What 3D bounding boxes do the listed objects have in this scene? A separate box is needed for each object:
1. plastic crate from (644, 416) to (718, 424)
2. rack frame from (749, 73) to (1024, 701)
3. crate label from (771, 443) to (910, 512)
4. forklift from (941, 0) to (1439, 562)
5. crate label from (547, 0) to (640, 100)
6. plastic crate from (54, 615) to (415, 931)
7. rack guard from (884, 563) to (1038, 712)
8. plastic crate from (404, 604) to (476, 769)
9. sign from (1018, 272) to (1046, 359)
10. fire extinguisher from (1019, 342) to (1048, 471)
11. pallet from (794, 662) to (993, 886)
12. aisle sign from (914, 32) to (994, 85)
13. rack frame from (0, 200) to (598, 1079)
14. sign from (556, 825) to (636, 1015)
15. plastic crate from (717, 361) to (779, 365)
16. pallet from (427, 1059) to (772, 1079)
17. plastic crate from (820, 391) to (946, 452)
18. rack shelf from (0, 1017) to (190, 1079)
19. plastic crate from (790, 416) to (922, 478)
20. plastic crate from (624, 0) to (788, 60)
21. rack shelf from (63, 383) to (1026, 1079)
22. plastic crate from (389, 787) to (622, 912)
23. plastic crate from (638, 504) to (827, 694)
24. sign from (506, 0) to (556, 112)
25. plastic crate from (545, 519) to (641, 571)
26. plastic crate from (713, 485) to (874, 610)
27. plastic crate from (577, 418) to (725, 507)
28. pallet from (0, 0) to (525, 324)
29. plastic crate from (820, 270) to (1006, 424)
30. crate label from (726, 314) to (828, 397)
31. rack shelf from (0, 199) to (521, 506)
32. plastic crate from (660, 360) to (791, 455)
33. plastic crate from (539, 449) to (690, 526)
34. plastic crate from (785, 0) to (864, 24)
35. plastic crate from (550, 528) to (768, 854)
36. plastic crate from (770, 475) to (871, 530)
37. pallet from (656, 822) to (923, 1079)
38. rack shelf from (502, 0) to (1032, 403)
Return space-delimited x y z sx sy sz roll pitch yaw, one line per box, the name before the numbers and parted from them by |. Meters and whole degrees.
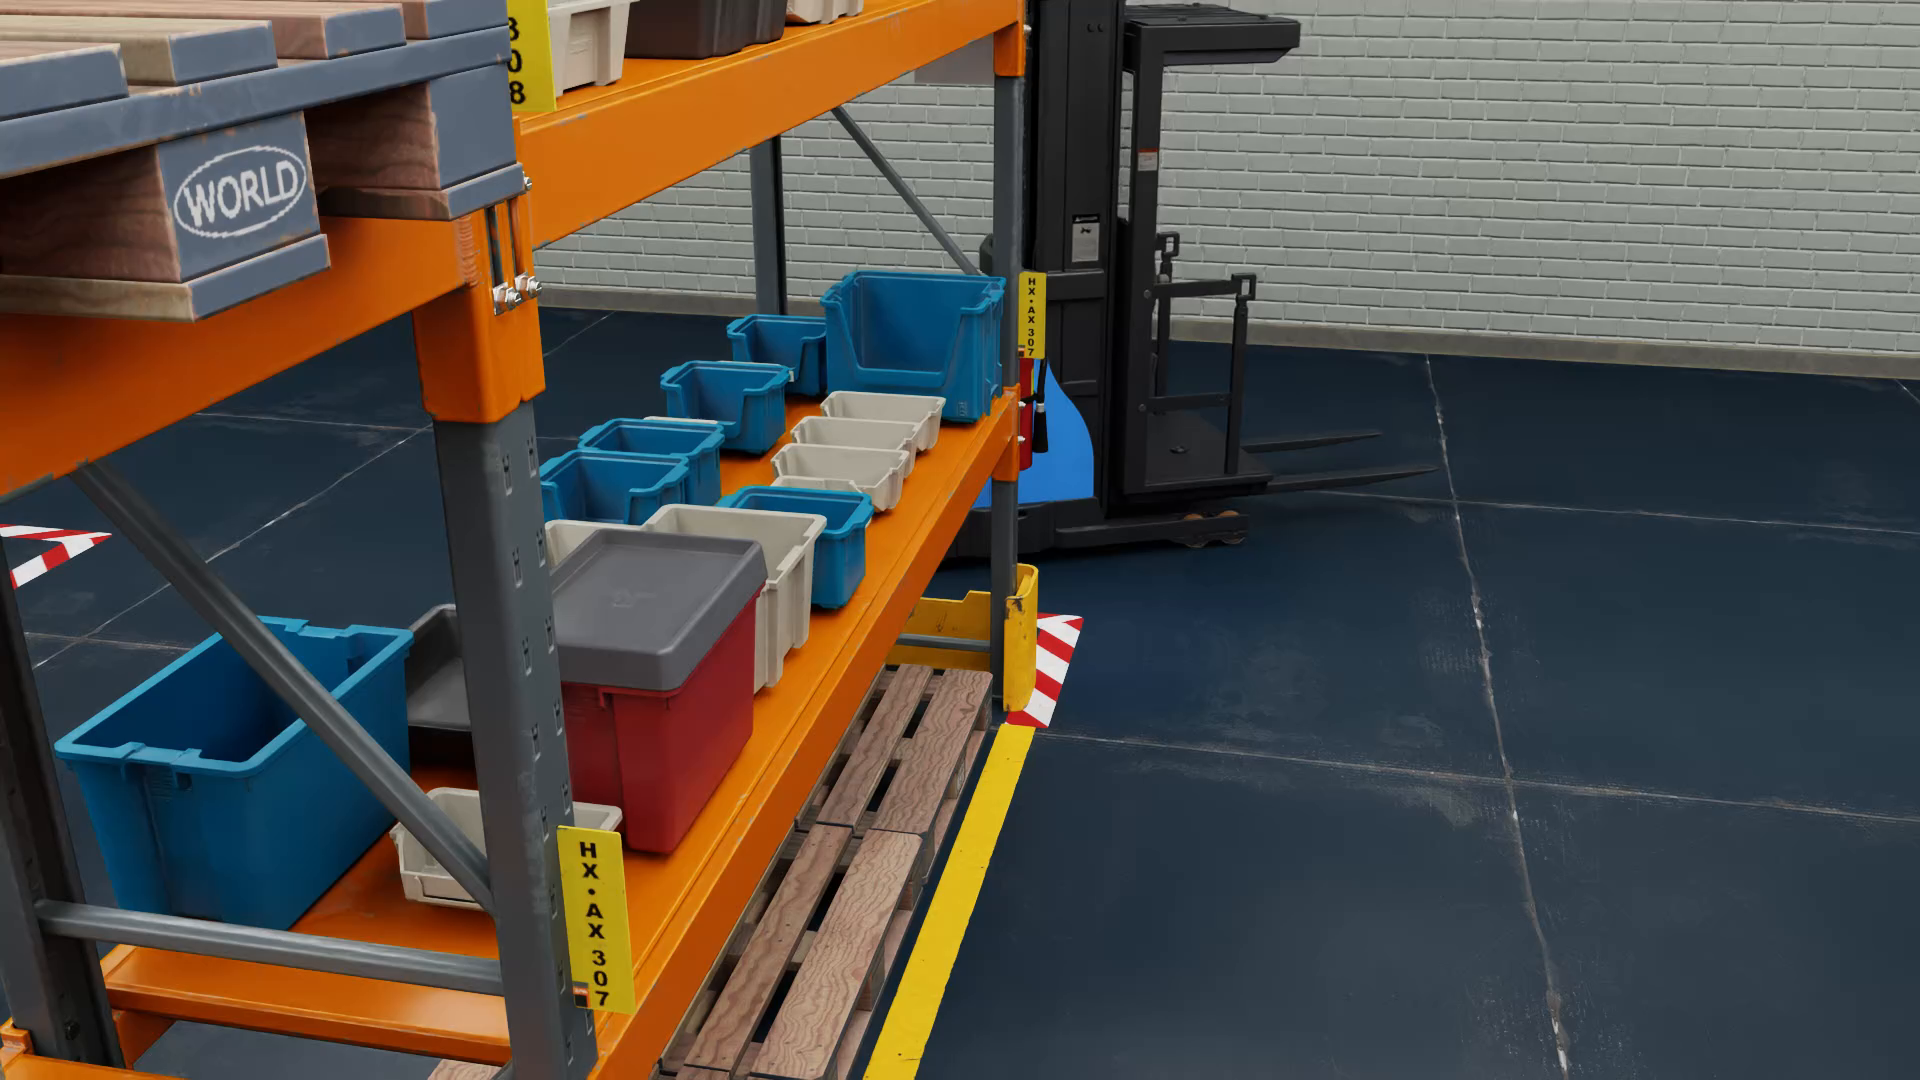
plastic crate | -0.931 -0.278 5.301 0.250 0.136 0.298 4 22 11
rack frame | -0.273 -0.797 6.316 1.000 3.000 0.127 4 22 11
crate label | -0.369 -0.181 5.062 0.396 0.136 0.243 4 22 11
forklift | 0.956 -1.504 8.165 3.031 2.935 1.130 -5 23 -13
crate label | -0.707 -0.760 2.563 0.293 0.136 0.466 4 22 11
plastic crate | -1.328 0.449 3.164 0.392 0.384 0.575 4 22 11
rack guard | -0.281 0.353 6.808 1.175 0.500 0.348 4 22 11
plastic crate | -1.124 0.336 3.791 0.437 0.125 0.590 4 22 11
sign | 0.269 -0.836 6.196 0.100 0.325 0.005 4 22 11
fire extinguisher | 0.202 -0.608 6.451 0.296 0.674 0.183 4 22 11
pallet | -0.480 0.796 6.096 1.003 0.211 1.213 4 22 11
aisle sign | 0.028 -2.006 5.841 0.394 0.787 0.004 4 22 11
rack frame | -1.086 0.667 2.683 0.949 2.616 0.053 4 22 11
sign | -0.551 0.581 2.527 0.100 0.325 0.005 4 22 11
plastic crate | -0.792 -0.526 5.917 0.250 0.136 0.298 4 22 11
pallet | -0.977 1.688 3.880 1.003 0.211 1.213 4 22 11
plastic crate | -0.262 -0.390 5.580 0.396 0.136 0.243 4 22 11
rack shelf | -1.498 1.731 1.002 1.077 0.370 4.000 4 22 11
plastic crate | -0.336 -0.285 5.319 0.396 0.136 0.243 4 22 11
plastic crate | -0.568 -1.098 3.224 0.497 0.269 0.590 4 22 11
rack shelf | -0.681 0.269 4.635 1.077 0.370 4.000 4 22 11
plastic crate | -0.855 0.601 3.118 0.396 0.136 0.243 4 22 11
plastic crate | -0.598 0.149 4.047 0.437 0.282 0.530 4 22 11
sign | -0.551 -0.687 2.016 0.100 0.325 0.005 4 22 11
plastic crate | -1.028 0.101 4.360 0.293 0.136 0.466 4 22 11
plastic crate | -0.441 0.024 4.423 0.416 0.233 0.300 4 22 11
plastic crate | -0.915 -0.200 4.979 0.416 0.233 0.300 4 22 11
pallet | -1.154 -0.343 1.429 1.213 0.211 1.003 4 22 11
plastic crate | -0.159 -0.704 5.959 0.616 0.435 0.499 4 22 11
crate label | -0.646 -0.682 6.175 0.416 0.233 0.303 4 22 11
rack shelf | -1.498 0.340 0.442 1.077 0.370 4.000 4 22 11
plastic crate | -0.780 -0.441 5.577 0.416 0.233 0.300 4 22 11
plastic crate | -0.976 -0.090 4.706 0.416 0.233 0.300 4 22 11
plastic crate | -0.452 -1.291 3.882 0.437 0.136 0.530 4 22 11
plastic crate | -0.662 0.301 3.424 0.402 0.464 0.583 4 22 11
plastic crate | -0.411 -0.072 4.789 0.298 0.136 0.250 4 22 11
pallet | -0.731 1.240 4.991 1.003 0.211 1.213 4 22 11
rack shelf | -0.681 -1.123 4.074 1.077 0.370 4.000 4 22 11
